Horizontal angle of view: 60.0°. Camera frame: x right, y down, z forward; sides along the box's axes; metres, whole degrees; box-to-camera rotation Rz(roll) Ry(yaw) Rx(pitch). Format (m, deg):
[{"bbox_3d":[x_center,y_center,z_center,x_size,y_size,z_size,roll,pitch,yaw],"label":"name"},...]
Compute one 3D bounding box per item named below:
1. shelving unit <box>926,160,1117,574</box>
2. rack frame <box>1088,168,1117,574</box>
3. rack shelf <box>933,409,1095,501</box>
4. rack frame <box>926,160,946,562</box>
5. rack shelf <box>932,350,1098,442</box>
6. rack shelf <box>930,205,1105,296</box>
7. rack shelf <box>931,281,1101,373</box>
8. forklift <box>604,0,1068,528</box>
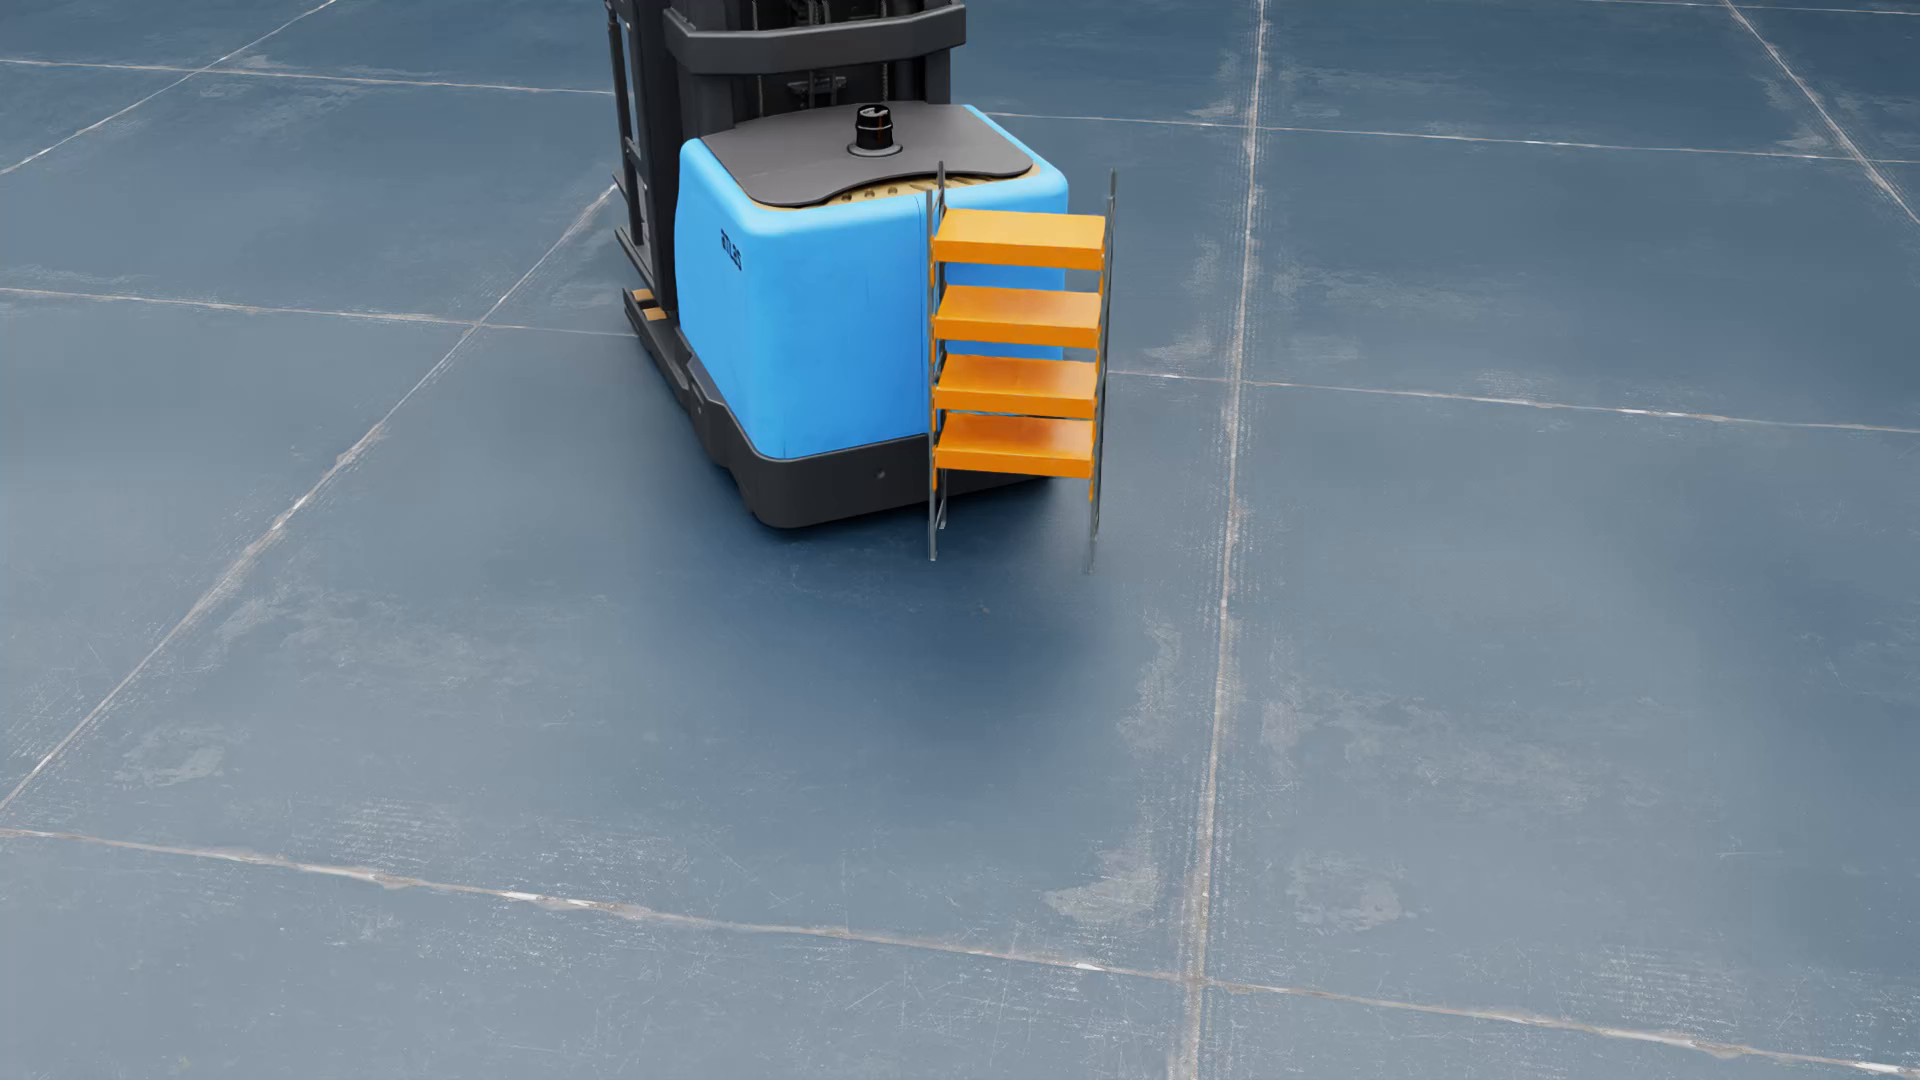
[{"bbox_3d":[0.174,-0.486,4.896,0.503,1.200,0.258,4,32,7],"label":"shelving unit"},{"bbox_3d":[0.415,-0.468,4.867,0.015,1.200,0.240,4,32,7],"label":"rack frame"},{"bbox_3d":[0.174,-0.261,5.037,0.480,0.148,0.258,4,32,7],"label":"rack shelf"},{"bbox_3d":[-0.068,-0.504,4.925,0.015,1.200,0.240,4,32,7],"label":"rack frame"},{"bbox_3d":[0.174,-0.429,4.932,0.480,0.148,0.258,4,32,7],"label":"rack shelf"},{"bbox_3d":[0.174,-0.819,4.688,0.480,0.148,0.258,4,32,7],"label":"rack shelf"},{"bbox_3d":[0.174,-0.619,4.813,0.480,0.148,0.258,4,32,7],"label":"rack shelf"},{"bbox_3d":[-0.681,-2.048,5.760,1.130,2.935,3.031,-12,34,-19],"label":"forklift"}]
